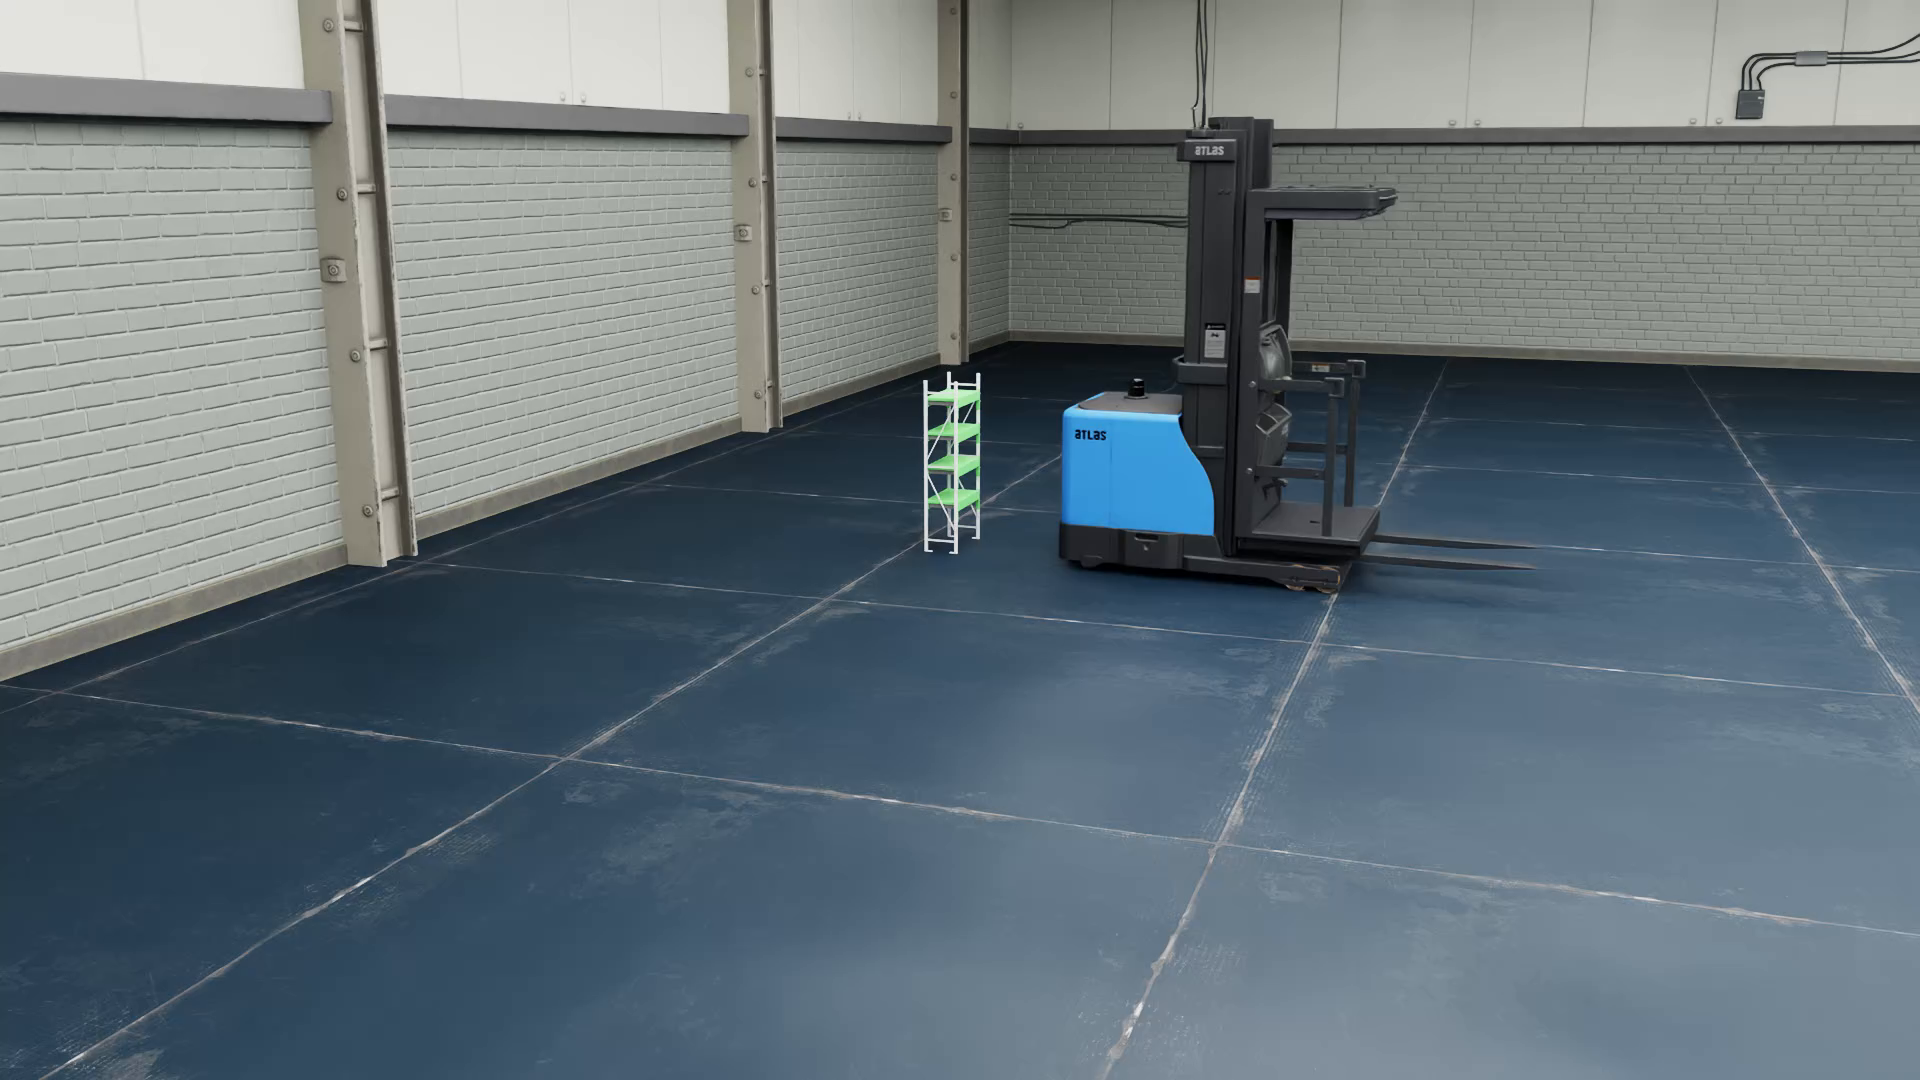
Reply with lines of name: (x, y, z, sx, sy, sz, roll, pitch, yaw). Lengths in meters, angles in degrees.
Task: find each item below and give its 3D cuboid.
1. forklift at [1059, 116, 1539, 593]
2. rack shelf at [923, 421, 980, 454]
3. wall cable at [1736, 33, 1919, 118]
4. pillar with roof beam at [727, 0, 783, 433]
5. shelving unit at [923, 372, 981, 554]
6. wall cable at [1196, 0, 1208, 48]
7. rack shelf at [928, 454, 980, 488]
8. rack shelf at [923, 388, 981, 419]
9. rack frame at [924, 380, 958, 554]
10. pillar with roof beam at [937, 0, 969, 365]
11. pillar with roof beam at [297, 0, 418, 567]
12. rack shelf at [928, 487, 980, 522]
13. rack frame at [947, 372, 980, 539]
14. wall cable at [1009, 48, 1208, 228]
forklift: (2.235, -1.226, 10.773, 3.031, 2.935, 1.130, 5, 14, 20)
rack shelf: (-0.054, -0.722, 11.662, 0.258, 0.148, 0.480, 4, 14, 18)
wall cable: (11.095, -8.280, 20.400, 2.305, 6.003, 0.169, 4, 14, 18)
pillar with roof beam: (2.045, -5.211, 14.594, 9.100, 9.000, 0.400, 4, 14, 18)
shelving unit: (-0.054, -0.550, 11.702, 0.258, 1.200, 0.503, 4, 14, 18)
wall cable: (4.677, -8.062, 22.717, 3.097, 2.526, 0.112, 4, 14, 18)
rack shelf: (-0.054, -0.488, 11.716, 0.258, 0.148, 0.480, 4, 14, 18)
rack shelf: (-0.054, -0.956, 11.609, 0.258, 0.148, 0.480, 4, 14, 18)
rack frame: (-0.132, -0.499, 11.477, 0.240, 1.200, 0.015, 4, 14, 18)
pillar with roof beam: (3.986, -6.474, 20.129, 9.100, 9.000, 0.400, 4, 14, 18)
pillar with roof beam: (0.103, -3.947, 9.059, 9.100, 9.000, 0.400, 4, 14, 18)
rack shelf: (-0.054, -0.254, 11.769, 0.258, 0.148, 0.480, 4, 14, 18)
rack frame: (0.025, -0.601, 11.927, 0.240, 1.200, 0.015, 4, 14, 18)
wall cable: (2.117, -5.795, 24.133, 3.097, 2.526, 0.112, 4, 14, 18)
